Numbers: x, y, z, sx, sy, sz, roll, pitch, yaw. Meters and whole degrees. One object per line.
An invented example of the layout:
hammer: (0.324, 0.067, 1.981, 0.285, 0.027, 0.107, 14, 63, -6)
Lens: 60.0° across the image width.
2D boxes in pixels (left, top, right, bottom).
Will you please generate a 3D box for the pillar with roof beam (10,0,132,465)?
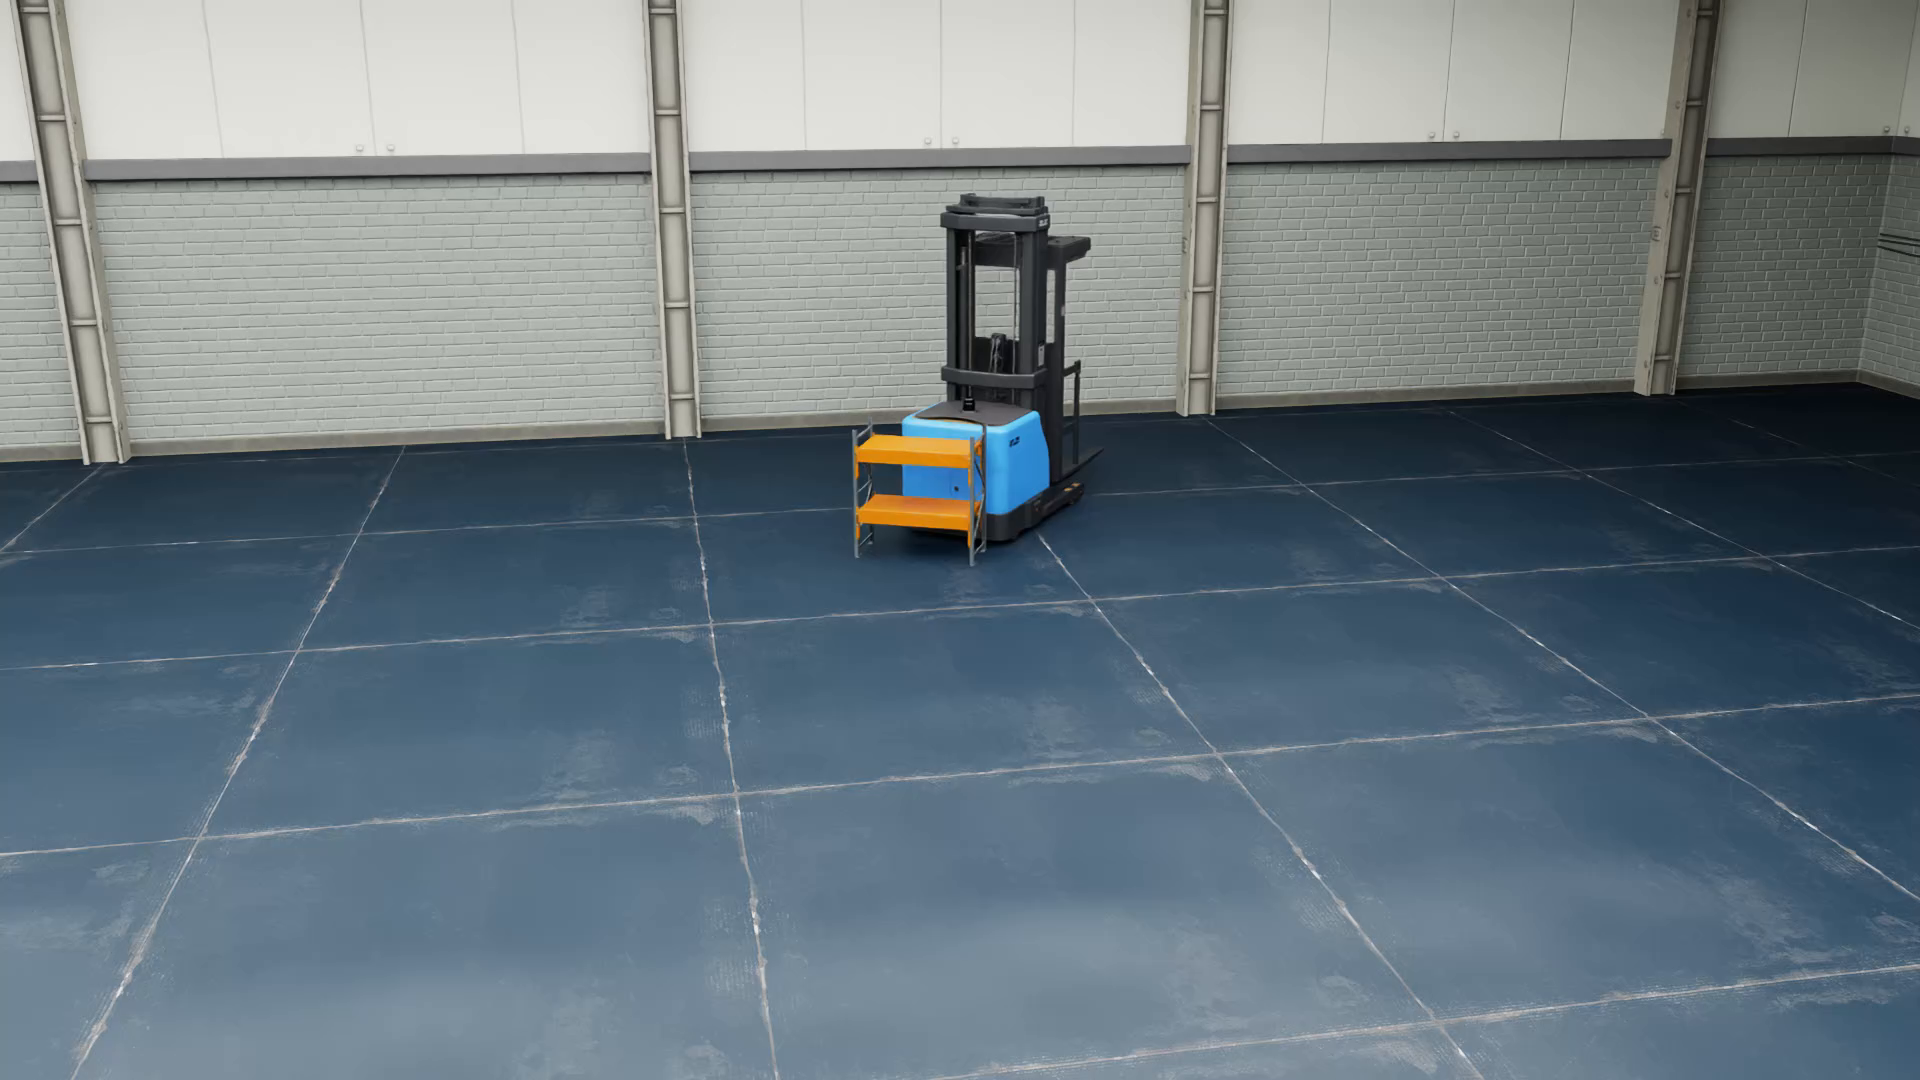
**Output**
pillar with roof beam: (-8.175, -3.902, 12.191, 0.400, 9.000, 9.100, -3, 17, -10)

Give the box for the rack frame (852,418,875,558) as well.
rack frame: (-0.833, -0.453, 14.372, 0.032, 1.125, 0.500, 4, 18, 13)

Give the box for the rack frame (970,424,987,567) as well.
rack frame: (0.156, -0.383, 14.143, 0.032, 1.125, 0.500, 4, 18, 13)

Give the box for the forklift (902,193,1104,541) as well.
forklift: (0.550, -1.781, 15.618, 1.130, 2.935, 3.031, 8, 19, 24)

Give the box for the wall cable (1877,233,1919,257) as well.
wall cable: (11.825, -4.445, 19.245, 0.112, 2.526, 3.097, -3, 17, -10)

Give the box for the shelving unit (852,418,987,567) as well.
shelving unit: (-0.338, -0.418, 14.258, 1.048, 1.125, 0.538, 4, 18, 13)

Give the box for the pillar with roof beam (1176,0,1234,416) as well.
pillar with roof beam: (3.607, -4.571, 14.367, 0.400, 9.000, 9.100, -3, 17, -10)

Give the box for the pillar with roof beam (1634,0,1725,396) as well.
pillar with roof beam: (9.498, -4.905, 15.455, 0.400, 9.000, 9.100, -3, 17, -10)

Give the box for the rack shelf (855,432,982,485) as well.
rack shelf: (-0.338, -0.698, 14.172, 1.000, 0.278, 0.538, 4, 18, 13)

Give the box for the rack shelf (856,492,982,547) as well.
rack shelf: (-0.338, -0.185, 14.330, 1.000, 0.278, 0.538, 4, 18, 13)

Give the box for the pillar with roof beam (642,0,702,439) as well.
pillar with roof beam: (-2.284, -4.237, 13.279, 0.400, 9.000, 9.100, -3, 17, -10)
